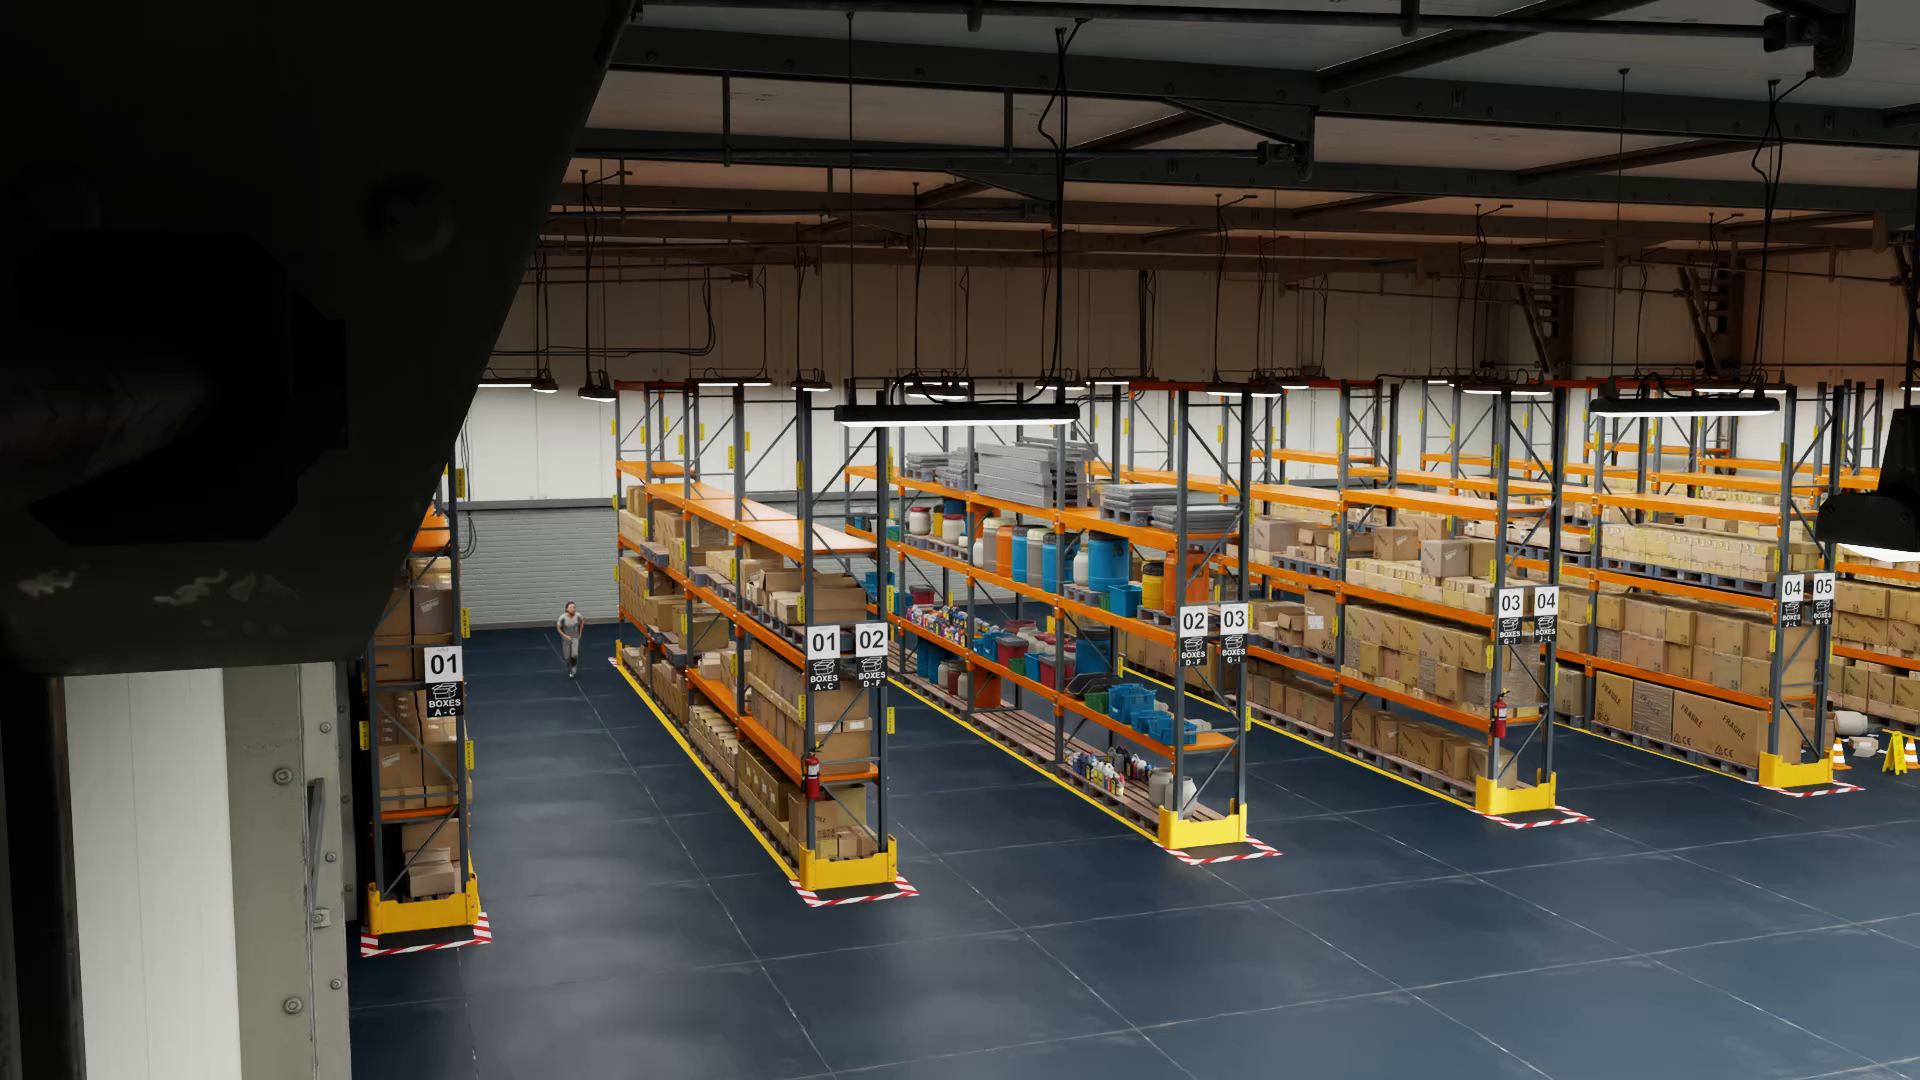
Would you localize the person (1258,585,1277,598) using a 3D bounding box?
[{"bbox_3d":[7.752,1.123,41.502,0.555,1.613,0.498,-3,7,-22],"label":"person"}]

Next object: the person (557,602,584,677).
[{"bbox_3d":[-7.854,2.002,33.562,0.531,1.581,0.702,-1,6,-9],"label":"person"}]
